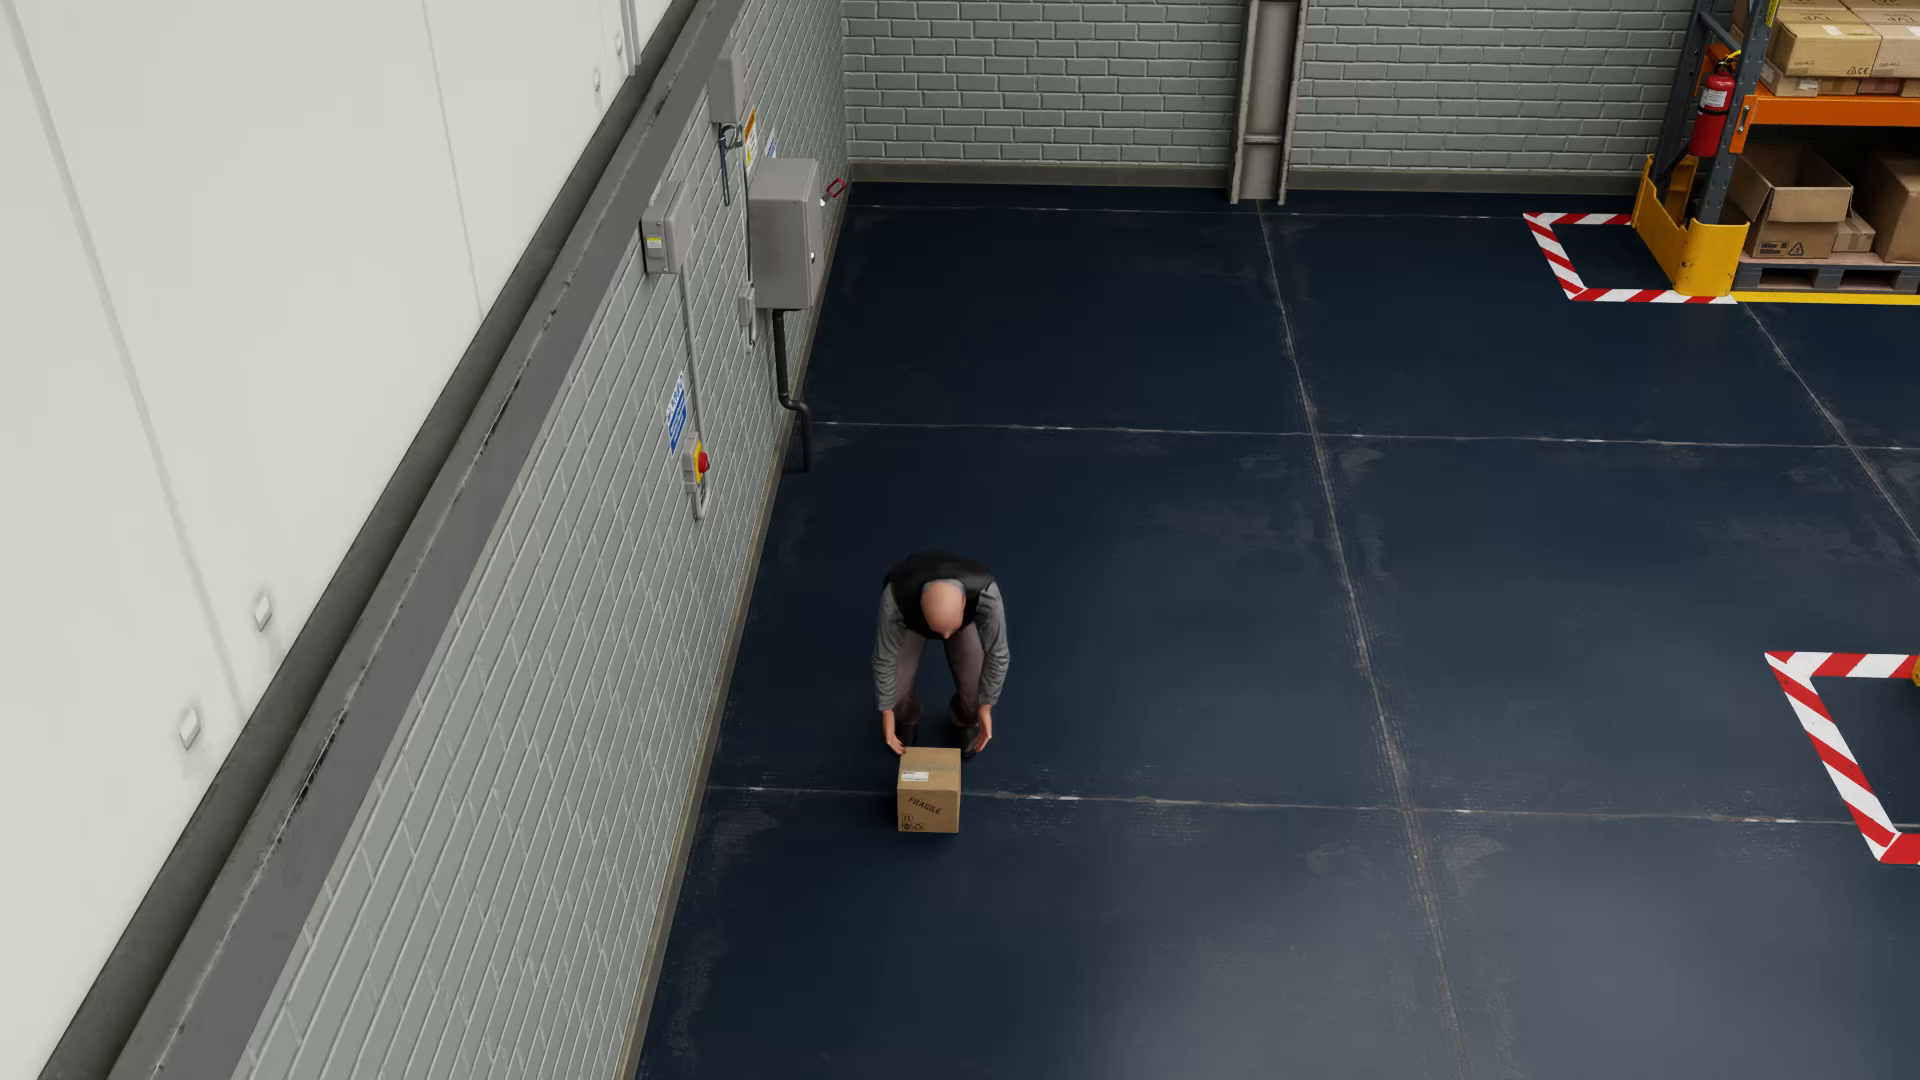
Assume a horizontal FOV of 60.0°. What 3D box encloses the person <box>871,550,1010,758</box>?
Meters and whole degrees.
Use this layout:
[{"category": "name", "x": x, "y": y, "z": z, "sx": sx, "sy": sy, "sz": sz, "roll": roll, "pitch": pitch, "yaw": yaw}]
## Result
[{"category": "person", "x": -0.073, "y": 0.463, "z": 7.002, "sx": 0.568, "sy": 1.129, "sz": 0.823, "roll": 1, "pitch": 35, "yaw": 2}]
